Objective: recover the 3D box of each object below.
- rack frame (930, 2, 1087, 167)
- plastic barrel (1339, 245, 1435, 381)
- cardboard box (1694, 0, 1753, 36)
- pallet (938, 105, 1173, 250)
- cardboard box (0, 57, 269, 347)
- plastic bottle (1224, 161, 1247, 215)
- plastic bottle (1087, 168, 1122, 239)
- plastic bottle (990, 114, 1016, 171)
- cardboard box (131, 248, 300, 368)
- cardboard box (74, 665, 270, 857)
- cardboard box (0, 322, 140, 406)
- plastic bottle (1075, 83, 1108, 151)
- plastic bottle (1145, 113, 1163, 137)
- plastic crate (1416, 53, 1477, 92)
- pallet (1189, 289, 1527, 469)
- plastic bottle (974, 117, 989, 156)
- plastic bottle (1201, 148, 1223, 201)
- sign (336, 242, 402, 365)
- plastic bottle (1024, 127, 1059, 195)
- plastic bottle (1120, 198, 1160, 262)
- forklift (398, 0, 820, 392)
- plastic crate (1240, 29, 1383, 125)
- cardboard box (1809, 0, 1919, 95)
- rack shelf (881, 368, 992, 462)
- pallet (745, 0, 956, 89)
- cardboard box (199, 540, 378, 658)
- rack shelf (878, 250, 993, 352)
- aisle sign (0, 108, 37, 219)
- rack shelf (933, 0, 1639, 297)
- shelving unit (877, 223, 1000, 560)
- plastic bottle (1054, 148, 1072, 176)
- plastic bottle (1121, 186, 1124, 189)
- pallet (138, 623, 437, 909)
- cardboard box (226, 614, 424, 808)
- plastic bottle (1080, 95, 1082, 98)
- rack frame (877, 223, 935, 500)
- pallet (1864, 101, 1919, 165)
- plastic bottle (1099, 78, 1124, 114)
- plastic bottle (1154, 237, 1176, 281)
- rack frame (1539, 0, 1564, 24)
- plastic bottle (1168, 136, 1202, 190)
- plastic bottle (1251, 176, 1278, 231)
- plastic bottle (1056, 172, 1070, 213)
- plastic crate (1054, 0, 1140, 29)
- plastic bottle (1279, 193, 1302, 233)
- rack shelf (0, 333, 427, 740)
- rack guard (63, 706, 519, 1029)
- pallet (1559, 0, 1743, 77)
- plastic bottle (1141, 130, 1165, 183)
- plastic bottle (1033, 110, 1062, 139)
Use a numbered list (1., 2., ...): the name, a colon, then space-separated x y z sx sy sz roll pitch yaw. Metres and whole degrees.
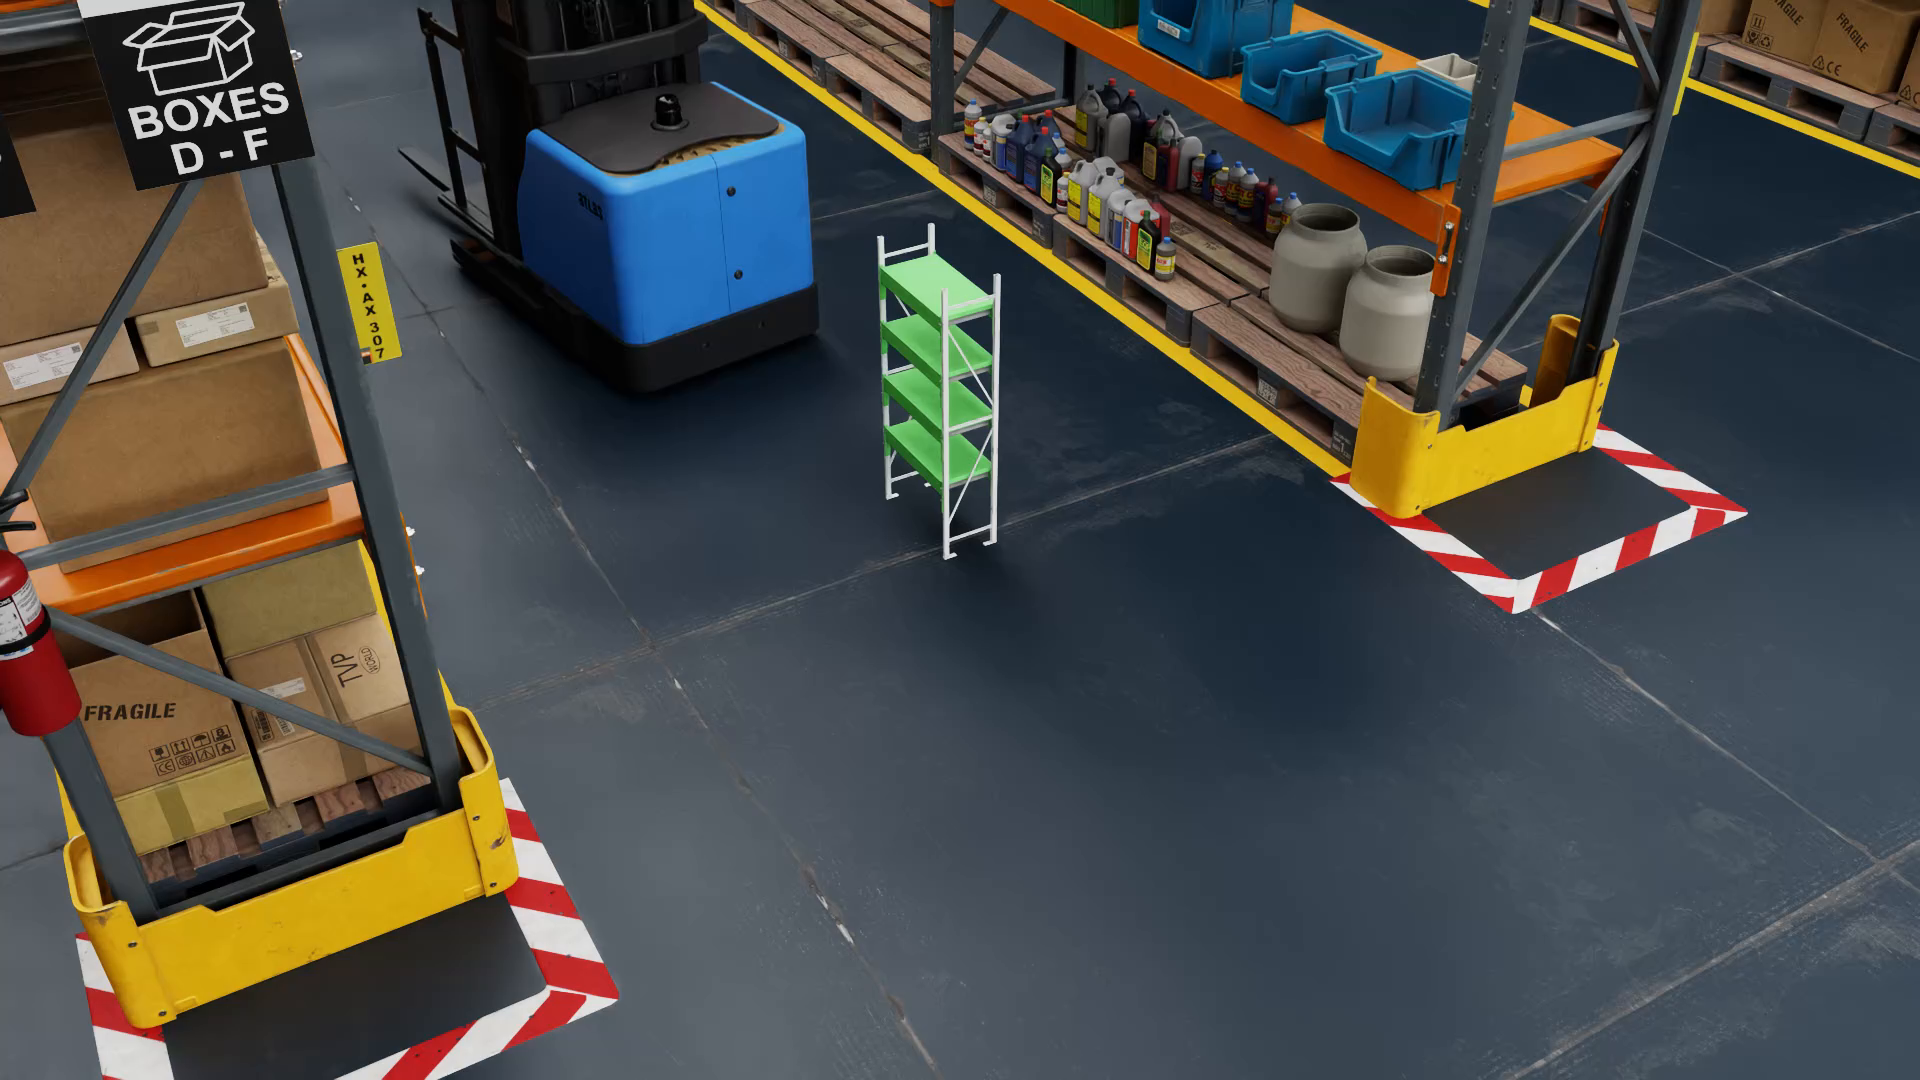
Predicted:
1. rack frame: 0.293 -3.561 9.082 1.000 3.000 0.127 -19 40 -24
2. plastic barrel: 1.905 -0.999 7.328 0.421 0.512 0.421 0 36 0
3. cardboard box: 5.036 -3.683 11.013 0.500 0.500 0.500 -7 37 -9
4. pallet: 0.594 -2.080 9.419 1.003 0.211 1.213 -19 40 -24
5. cardboard box: -2.233 -0.888 4.238 0.700 0.500 0.500 -19 40 -24
6. plastic bottle: 1.438 -1.840 8.666 0.097 0.271 0.097 0 36 0
7. plastic bottle: 0.741 -1.726 8.443 0.144 0.351 0.185 -17 40 -22
8. plastic bottle: 0.260 -2.189 9.141 0.152 0.276 0.135 -17 40 -22
9. cardboard box: -1.993 -0.621 4.423 0.380 0.149 0.250 -19 40 -24
10. cardboard box: -2.507 0.700 5.224 0.500 0.250 0.500 -19 40 -24
11. cardboard box: -2.339 -0.496 4.251 0.380 0.149 0.250 -20 40 -25
12. plastic bottle: 0.741 -2.383 9.342 0.144 0.351 0.185 -19 40 -24
13. plastic bottle: 1.080 -2.230 9.190 0.061 0.283 0.133 -16 39 -21
14. plastic crate: 2.131 -1.966 7.122 0.298 0.136 0.250 -19 40 -24
15. pallet: 1.820 -0.836 7.715 1.003 0.211 1.213 -19 40 -24
16. plastic bottle: 0.125 -2.264 9.306 0.097 0.201 0.097 0 36 0
17. plastic bottle: 1.336 -1.943 8.807 0.097 0.271 0.097 0 36 0
18. sign: -1.500 -0.598 4.225 0.100 0.325 0.005 -19 40 -24
19. plastic bottle: 0.434 -2.038 8.870 0.144 0.351 0.185 -21 41 -26
20. plastic bottle: 0.897 -1.542 8.254 0.152 0.276 0.135 -19 40 -24
21. forklift: -1.988 -2.661 7.908 1.130 2.935 3.031 -25 43 -30
22. plastic crate: 1.471 -1.960 7.017 0.499 0.251 0.408 -19 40 -24
23. cardboard box: 5.657 -3.092 10.203 0.500 0.500 0.500 -15 39 -20
24. rack shelf: -0.083 -0.517 6.549 0.258 0.148 0.480 -19 40 -24
25. pallet: -0.753 -3.447 11.290 1.003 0.211 1.213 -19 40 -24
26. cardboard box: -2.312 -0.011 5.561 0.500 0.500 0.500 -19 40 -24
27. rack shelf: -0.083 -0.905 6.266 0.258 0.148 0.480 -19 40 -24
28. aisle sign: -2.203 -0.984 3.350 0.394 0.787 0.004 -19 40 -24
29. rack shelf: 1.297 -2.250 7.898 1.077 0.370 4.000 -19 40 -24
30. shelving unit: -0.083 -0.569 6.512 0.258 1.200 0.503 -19 40 -24
31. plastic bottle: 0.540 -1.942 8.806 0.097 0.271 0.097 0 36 0
32. plastic bottle: 0.824 -1.724 8.567 0.097 0.201 0.097 0 36 0
33. pallet: -2.403 0.693 5.622 1.003 0.211 1.213 -19 40 -24
34. cardboard box: -2.060 0.546 5.434 0.500 0.250 0.500 -19 40 -24
35. plastic bottle: 0.744 -2.516 9.651 0.097 0.201 0.097 0 36 0
36. rack frame: -0.206 -0.693 6.682 0.240 1.200 0.015 -19 40 -24
37. pallet: 6.169 -2.326 9.756 1.003 0.211 1.213 -19 40 -24
38. plastic bottle: 0.865 -2.426 9.401 0.144 0.351 0.185 -20 41 -25
39. plastic bottle: 1.000 -1.375 8.089 0.097 0.201 0.097 0 36 0
40. rack frame: 4.575 -5.028 11.092 1.000 3.000 0.127 -19 40 -24
41. plastic bottle: 1.202 -2.049 8.948 0.152 0.276 0.135 -18 40 -23
42. plastic bottle: 1.563 -1.739 8.518 0.061 0.283 0.133 -18 40 -23
43. plastic bottle: 0.556 -1.826 8.707 0.097 0.201 0.097 0 36 0
44. plastic crate: 0.730 -2.699 8.082 0.450 0.188 0.662 -19 40 -24
45. plastic bottle: 1.661 -1.614 8.357 0.097 0.271 0.097 0 36 0
46. rack shelf: -2.987 -0.785 5.891 1.077 0.370 4.000 -19 40 -24
47. rack guard: -1.970 0.967 5.003 1.175 0.500 0.348 -19 40 -24
48. pallet: 4.943 -3.570 11.460 1.003 0.211 1.213 -19 40 -24
49. plastic bottle: 1.048 -2.092 9.002 0.061 0.283 0.133 -19 40 -24
50. plastic bottle: 0.464 -2.177 9.060 0.144 0.351 0.185 -19 40 -24
